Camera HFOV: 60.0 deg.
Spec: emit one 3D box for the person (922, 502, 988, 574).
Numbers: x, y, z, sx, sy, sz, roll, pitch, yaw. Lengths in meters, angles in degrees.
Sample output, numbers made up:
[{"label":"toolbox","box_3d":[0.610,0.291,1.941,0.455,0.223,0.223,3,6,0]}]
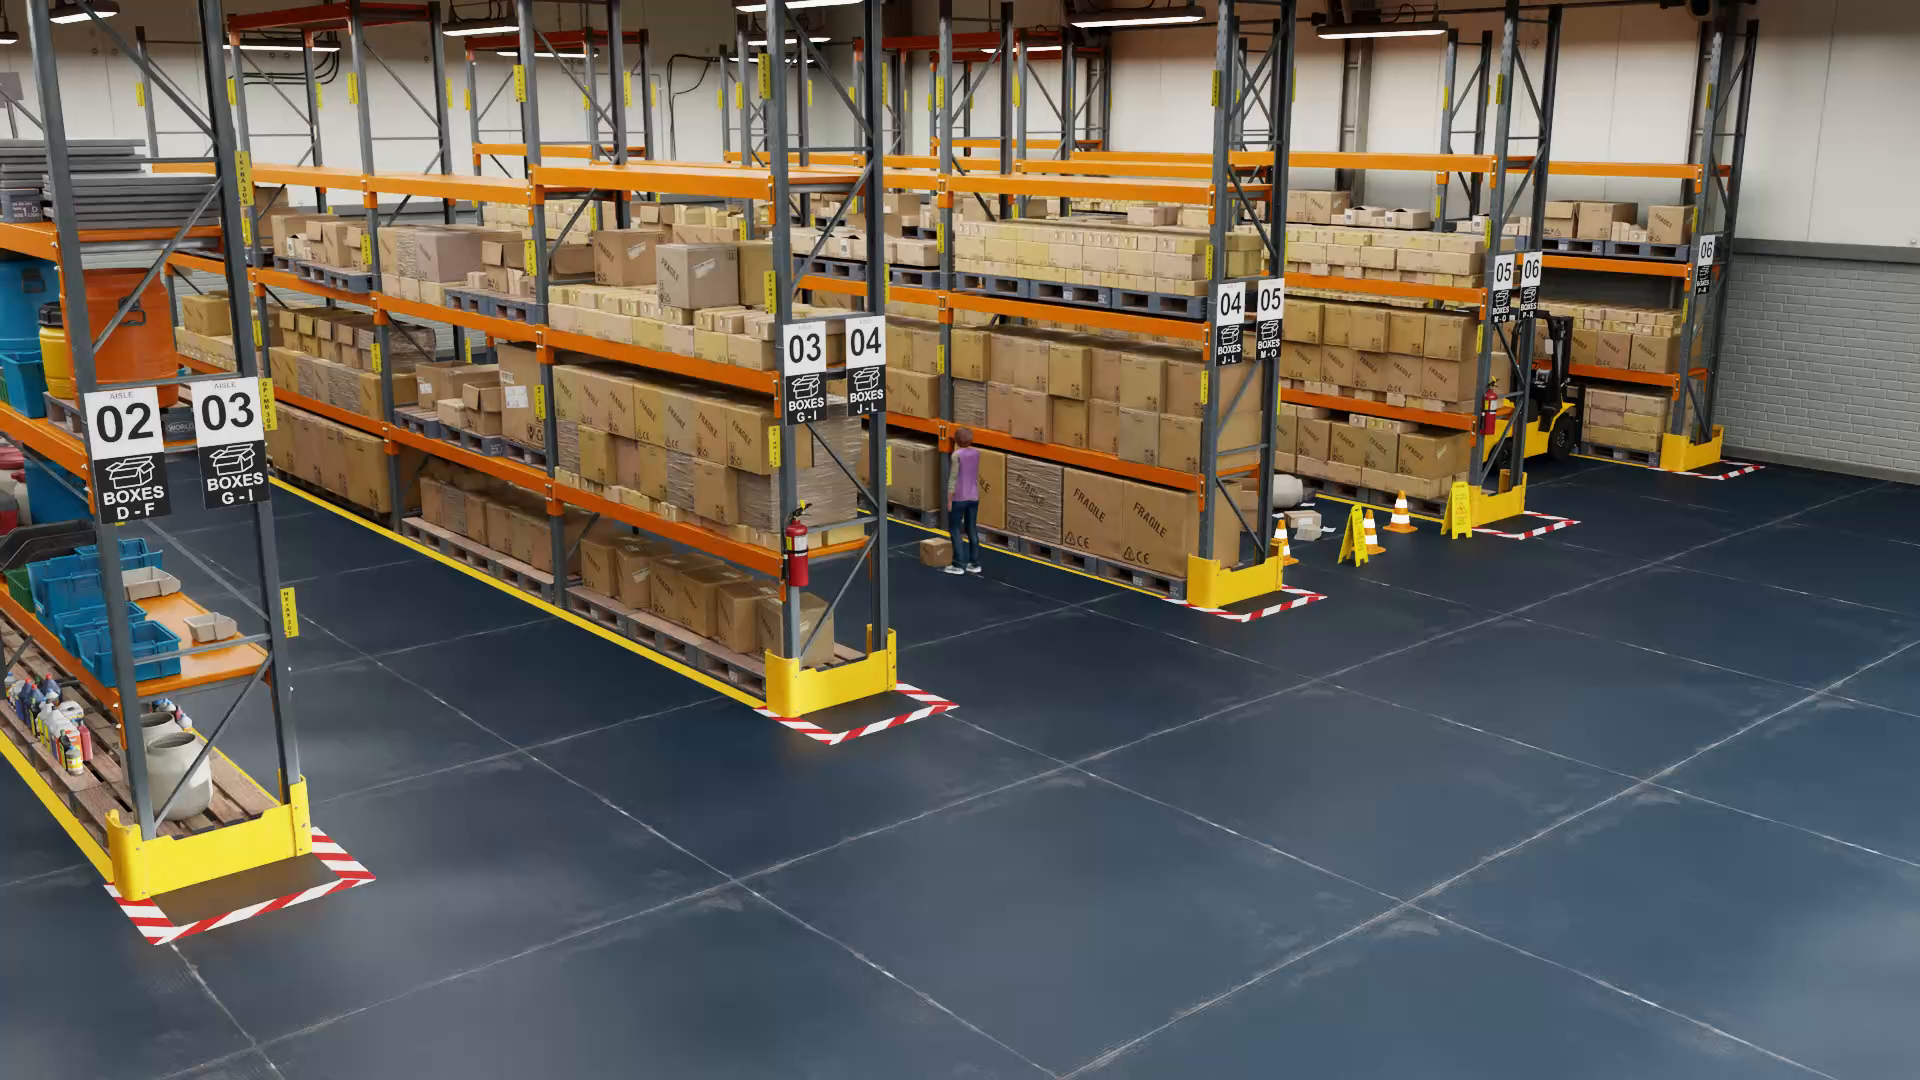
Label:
[{"label":"person","box_3d":[-0.060,0.018,17.922,0.434,0.766,0.833,-12,19,-40]}]
